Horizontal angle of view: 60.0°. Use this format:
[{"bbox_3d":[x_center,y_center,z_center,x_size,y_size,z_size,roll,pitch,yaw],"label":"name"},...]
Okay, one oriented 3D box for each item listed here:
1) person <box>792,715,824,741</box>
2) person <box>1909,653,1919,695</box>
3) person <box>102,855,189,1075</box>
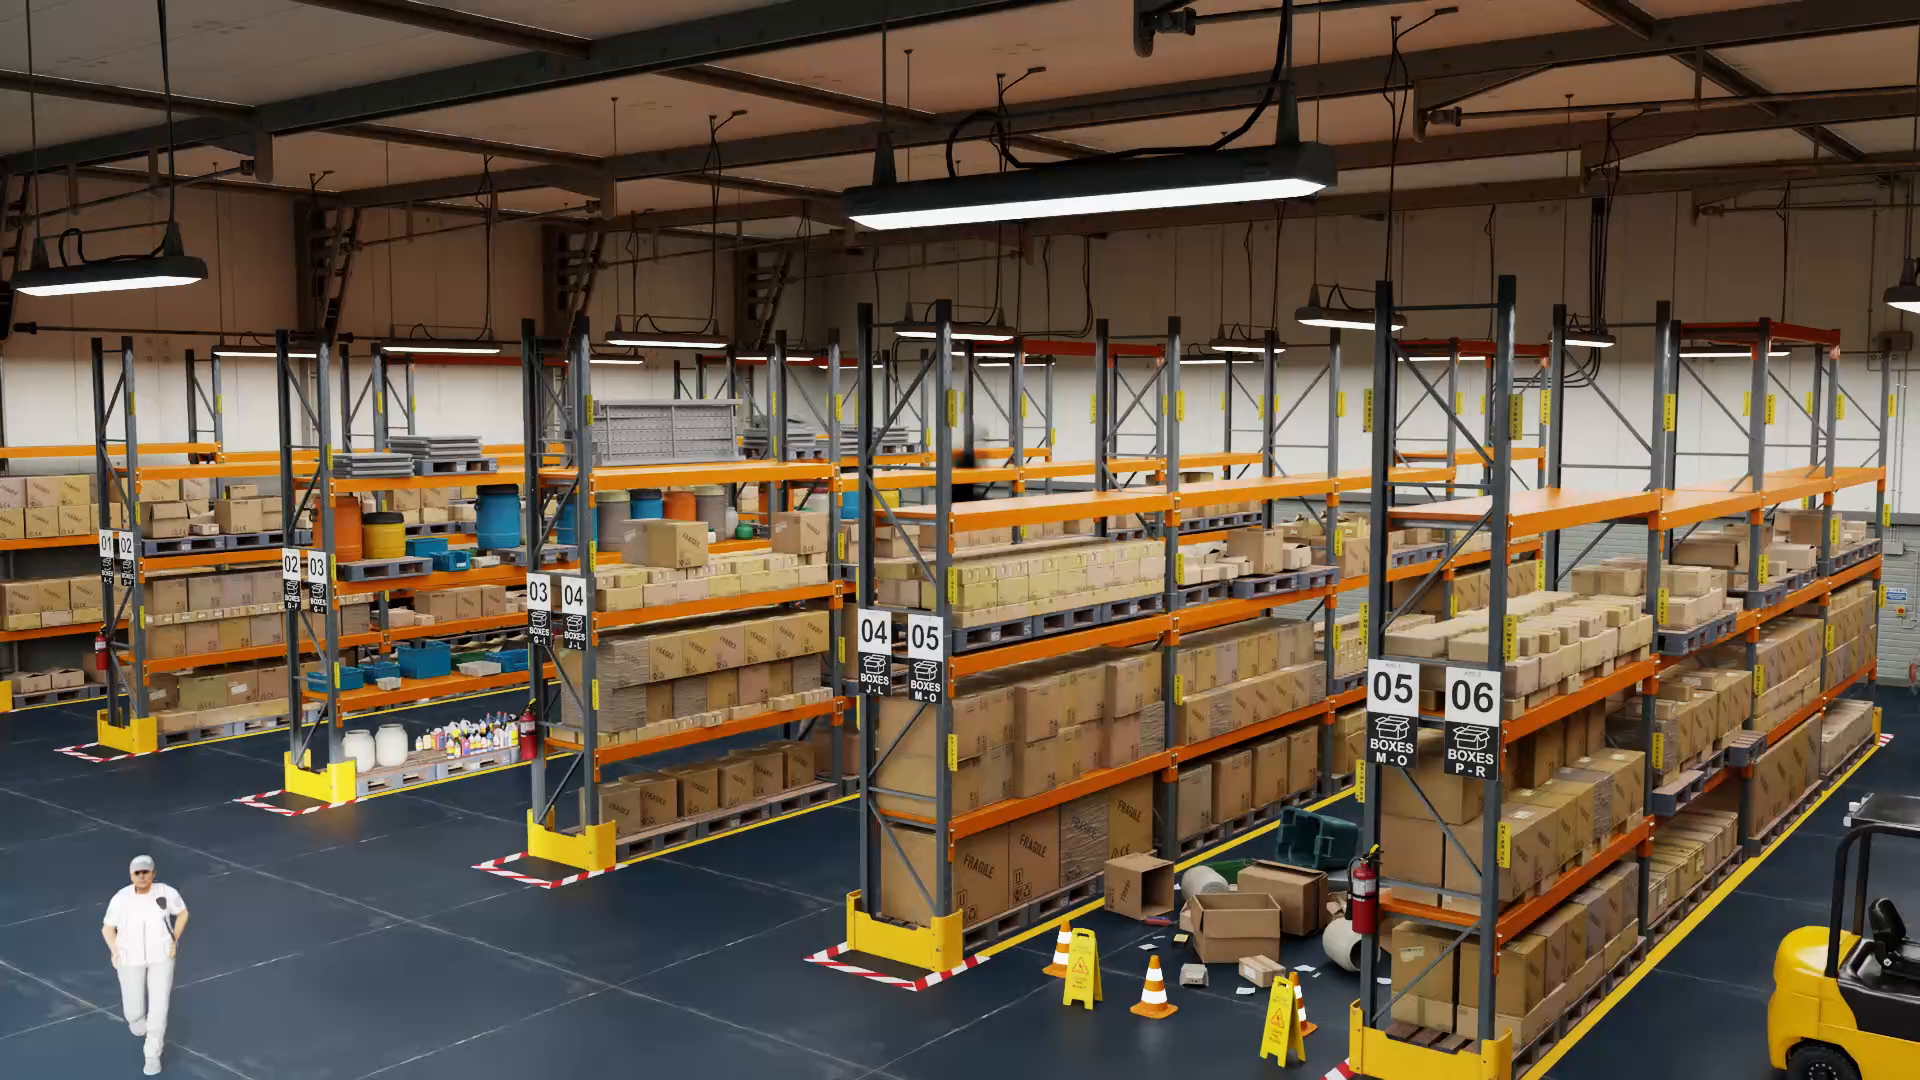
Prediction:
[{"bbox_3d":[-2.154,1.945,23.528,0.664,1.812,0.881,3,6,29],"label":"person"},{"bbox_3d":[14.172,2.187,24.143,0.679,1.759,0.570,3,6,35],"label":"person"},{"bbox_3d":[-6.307,3.246,12.907,0.608,1.643,0.685,-2,6,-25],"label":"person"}]
